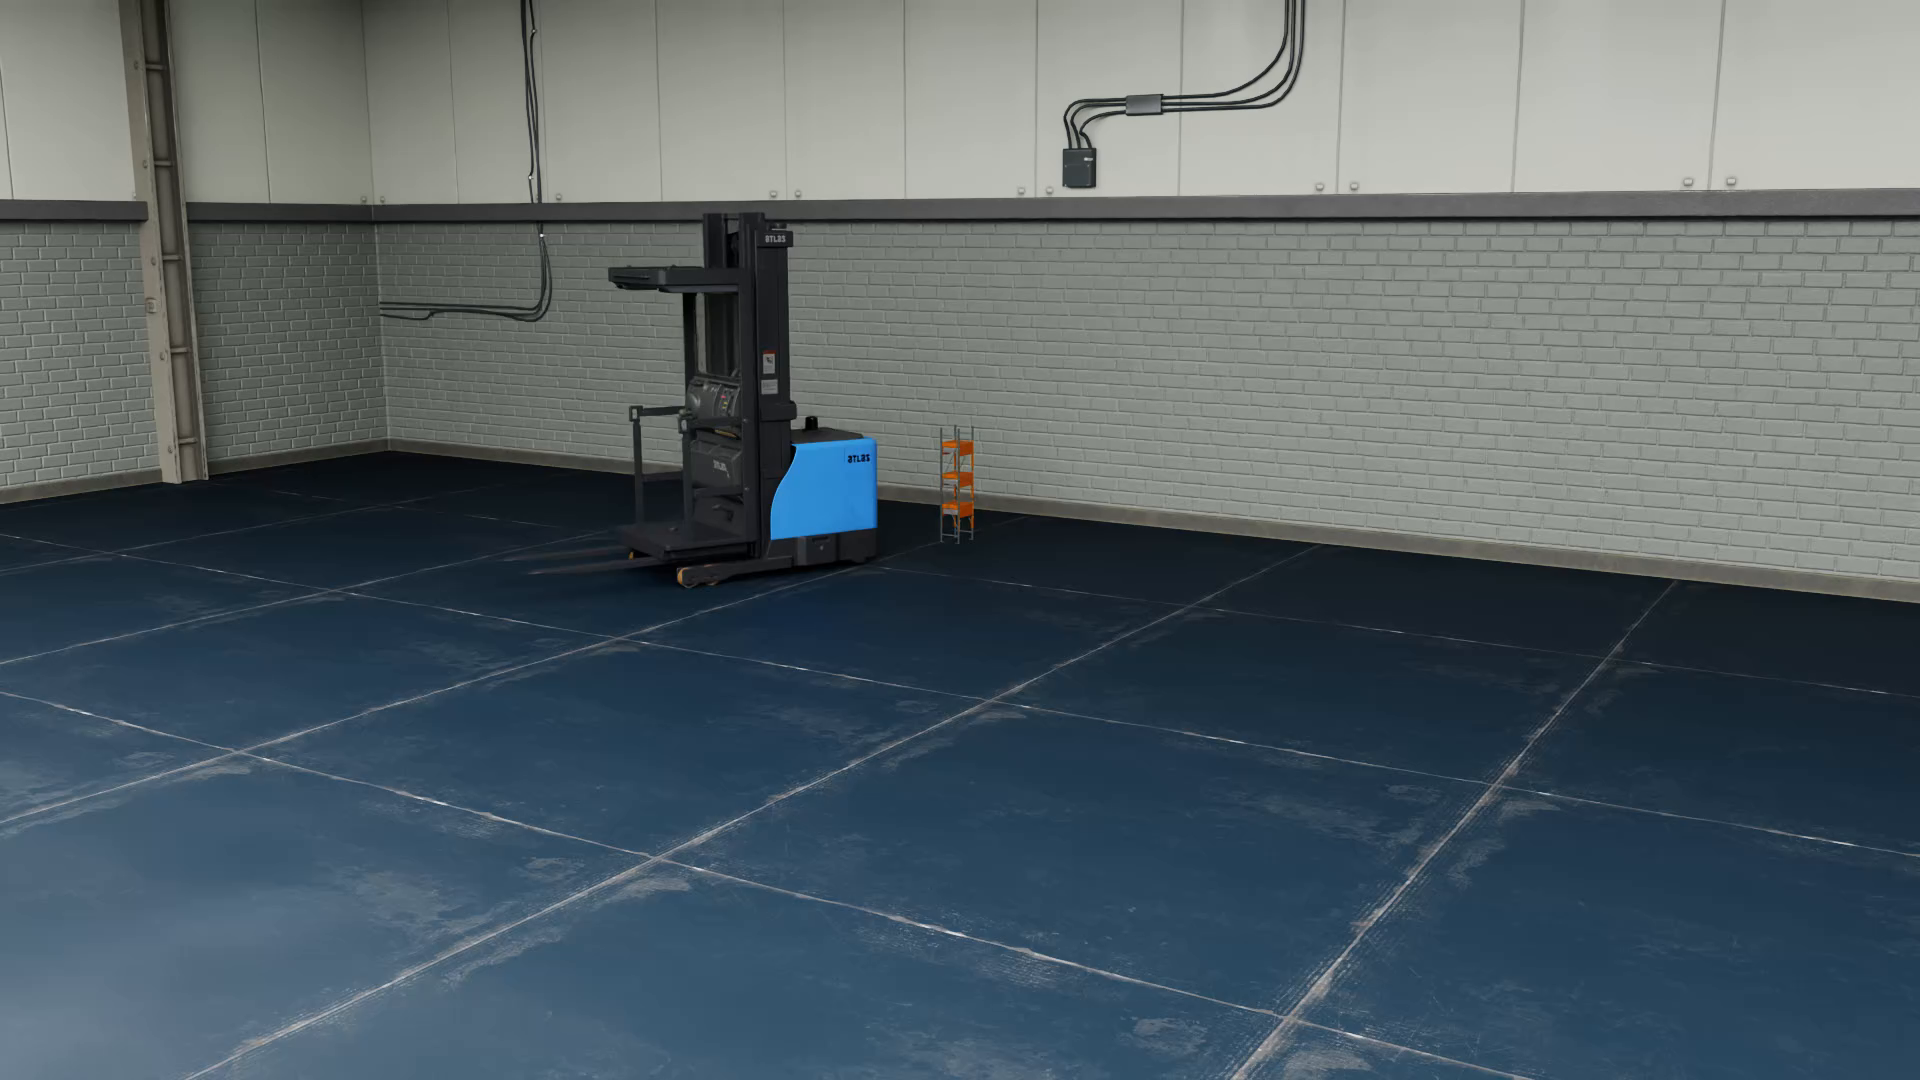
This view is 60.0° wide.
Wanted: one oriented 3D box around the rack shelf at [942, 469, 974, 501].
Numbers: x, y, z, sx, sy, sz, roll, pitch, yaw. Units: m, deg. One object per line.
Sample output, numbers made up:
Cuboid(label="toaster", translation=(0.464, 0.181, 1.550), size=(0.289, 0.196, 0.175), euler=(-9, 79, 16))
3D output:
Cuboid(label="rack shelf", translation=(-0.028, -0.497, 15.110), size=(0.215, 0.259, 0.240), euler=(6, 12, 31))

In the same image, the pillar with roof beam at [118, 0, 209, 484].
Cuboid(label="pillar with roof beam", translation=(-5.112, -4.689, 15.842), size=(9.100, 9.000, 0.400), euler=(6, 12, 31))

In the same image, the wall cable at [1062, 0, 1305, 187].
Cuboid(label="wall cable", translation=(1.974, -6.200, 14.668), size=(2.305, 6.003, 0.169), euler=(6, 12, 31))

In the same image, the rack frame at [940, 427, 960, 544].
Cuboid(label="rack frame", translation=(-0.091, -0.488, 15.006), size=(0.200, 1.050, 0.008), euler=(6, 12, 31))

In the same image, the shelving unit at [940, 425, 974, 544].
Cuboid(label="shelving unit", translation=(-0.028, -0.508, 15.108), size=(0.215, 1.050, 0.252), euler=(6, 12, 31))

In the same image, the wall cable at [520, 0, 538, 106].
Cuboid(label="wall cable", translation=(-3.819, -6.135, 18.280), size=(3.097, 2.526, 0.112), euler=(6, 12, 31))

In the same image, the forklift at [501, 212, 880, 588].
Cuboid(label="forklift", translation=(-2.199, -1.169, 13.531), size=(3.031, 2.935, 1.130), euler=(-7, 13, -33))

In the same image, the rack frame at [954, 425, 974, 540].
Cuboid(label="rack frame", translation=(0.036, -0.527, 15.211), size=(0.200, 1.050, 0.008), euler=(6, 12, 31))

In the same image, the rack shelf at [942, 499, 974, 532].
Cuboid(label="rack shelf", translation=(-0.028, -0.224, 15.162), size=(0.215, 0.259, 0.240), euler=(6, 12, 31))

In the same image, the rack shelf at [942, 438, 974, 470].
Cuboid(label="rack shelf", translation=(-0.028, -0.776, 15.058), size=(0.215, 0.259, 0.240), euler=(6, 12, 31))

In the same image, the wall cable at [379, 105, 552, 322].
Cuboid(label="wall cable", translation=(-6.131, -3.911, 20.125), size=(3.097, 2.526, 0.112), euler=(6, 12, 31))
